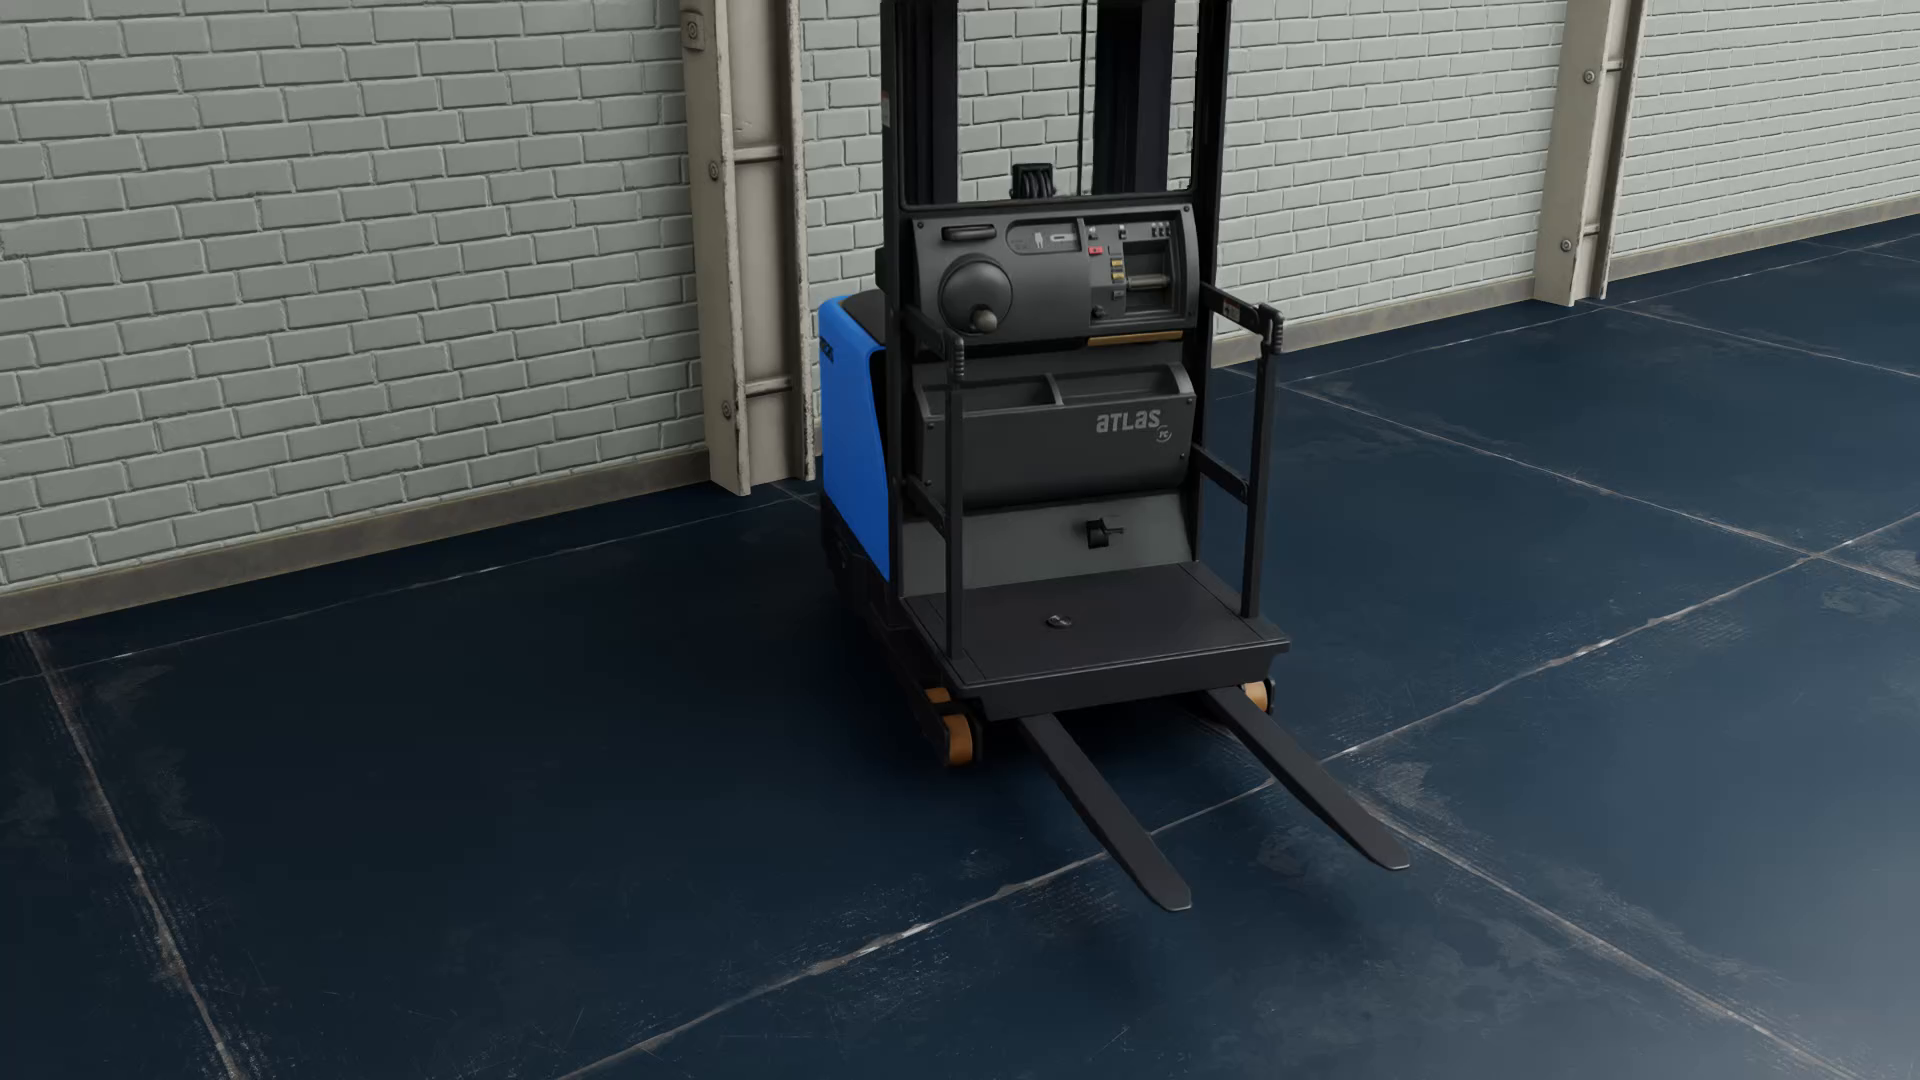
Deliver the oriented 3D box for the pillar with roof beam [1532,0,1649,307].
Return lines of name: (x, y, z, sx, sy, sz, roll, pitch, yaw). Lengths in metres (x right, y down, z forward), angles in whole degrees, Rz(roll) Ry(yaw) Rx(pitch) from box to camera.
pillar with roof beam: (6.478, -4.466, 5.946, 0.400, 9.000, 9.100, -15, 26, -33)

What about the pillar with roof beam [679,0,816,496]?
pillar with roof beam: (1.608, -3.167, 2.691, 0.400, 9.000, 9.100, -15, 26, -33)

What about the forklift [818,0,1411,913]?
forklift: (0.374, -0.825, 5.009, 1.130, 2.935, 3.031, -7, 23, -16)
